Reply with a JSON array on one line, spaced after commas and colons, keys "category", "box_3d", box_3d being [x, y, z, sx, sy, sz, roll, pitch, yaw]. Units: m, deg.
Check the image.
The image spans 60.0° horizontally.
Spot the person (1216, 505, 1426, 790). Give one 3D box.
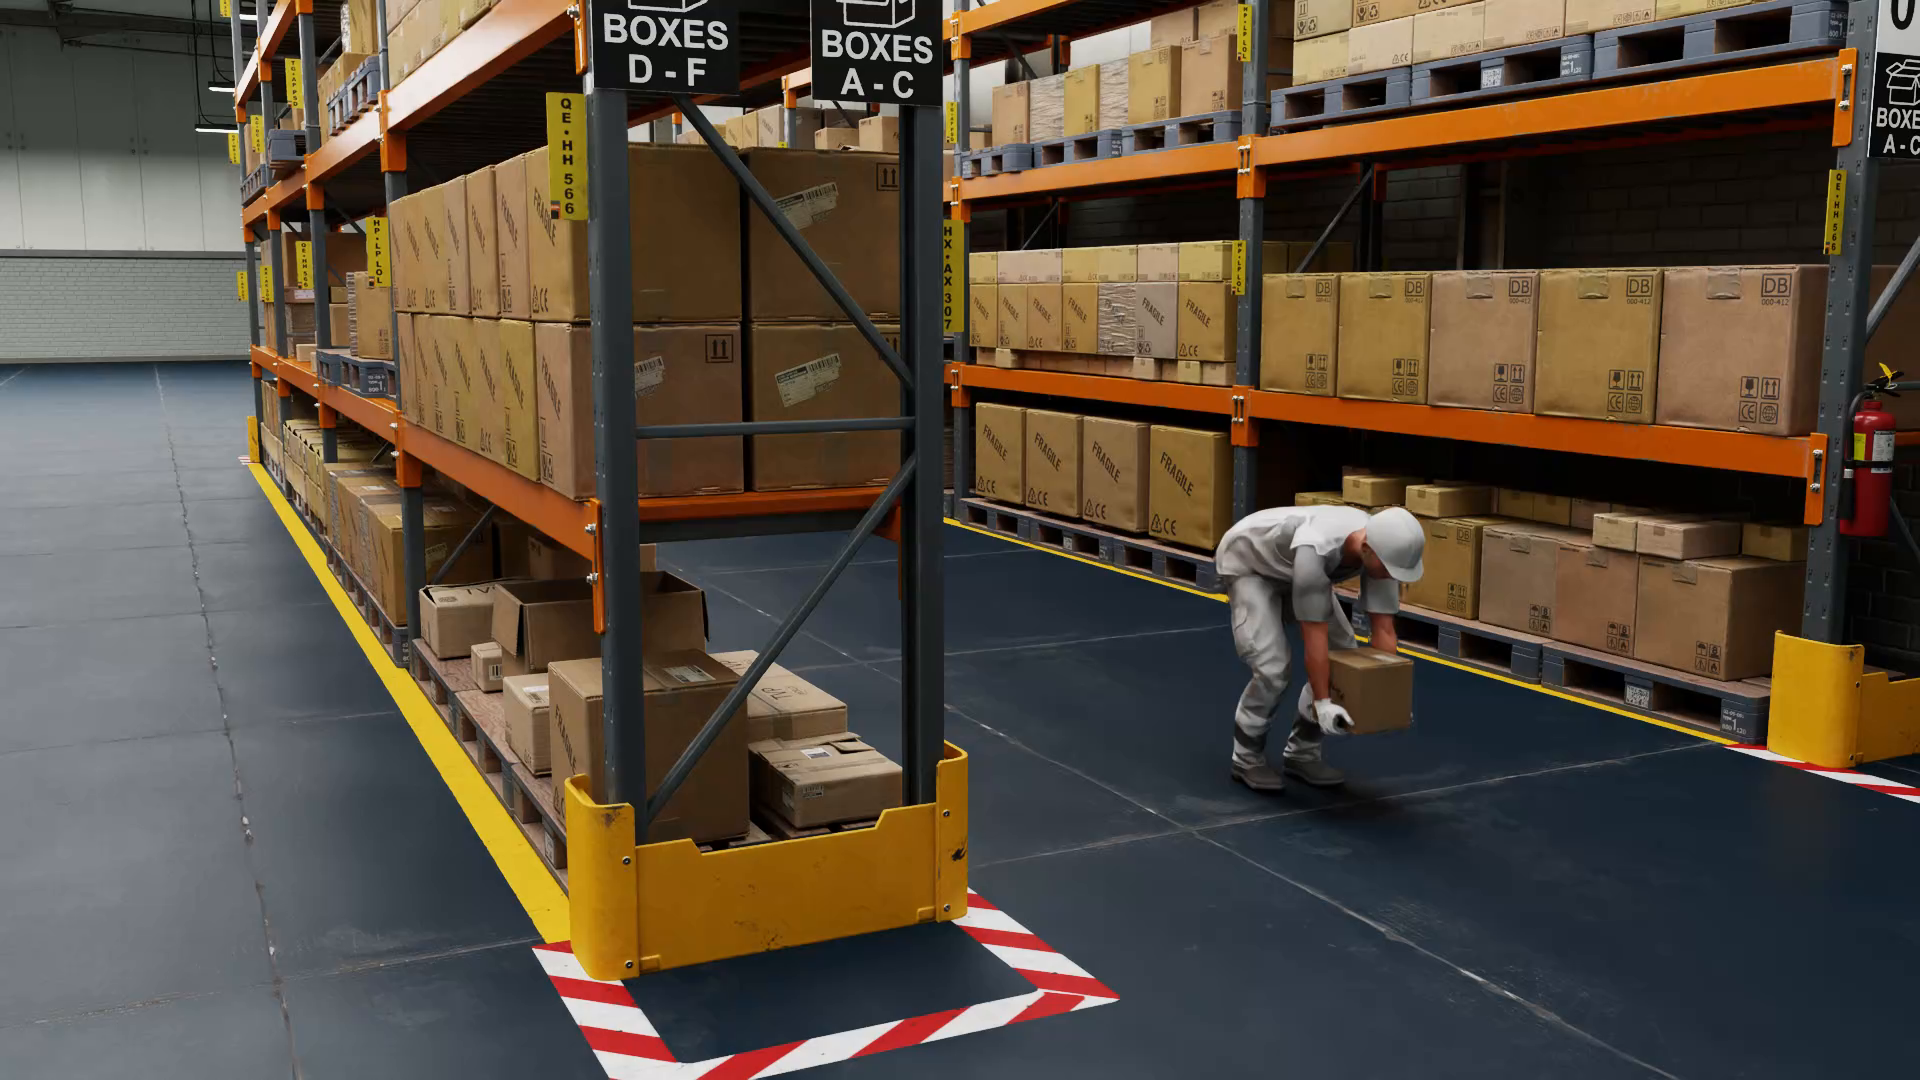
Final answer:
[{"category": "person", "box_3d": [1.351, 0.403, 6.258, 0.512, 1.134, 0.950, -5, 10, -29]}]
